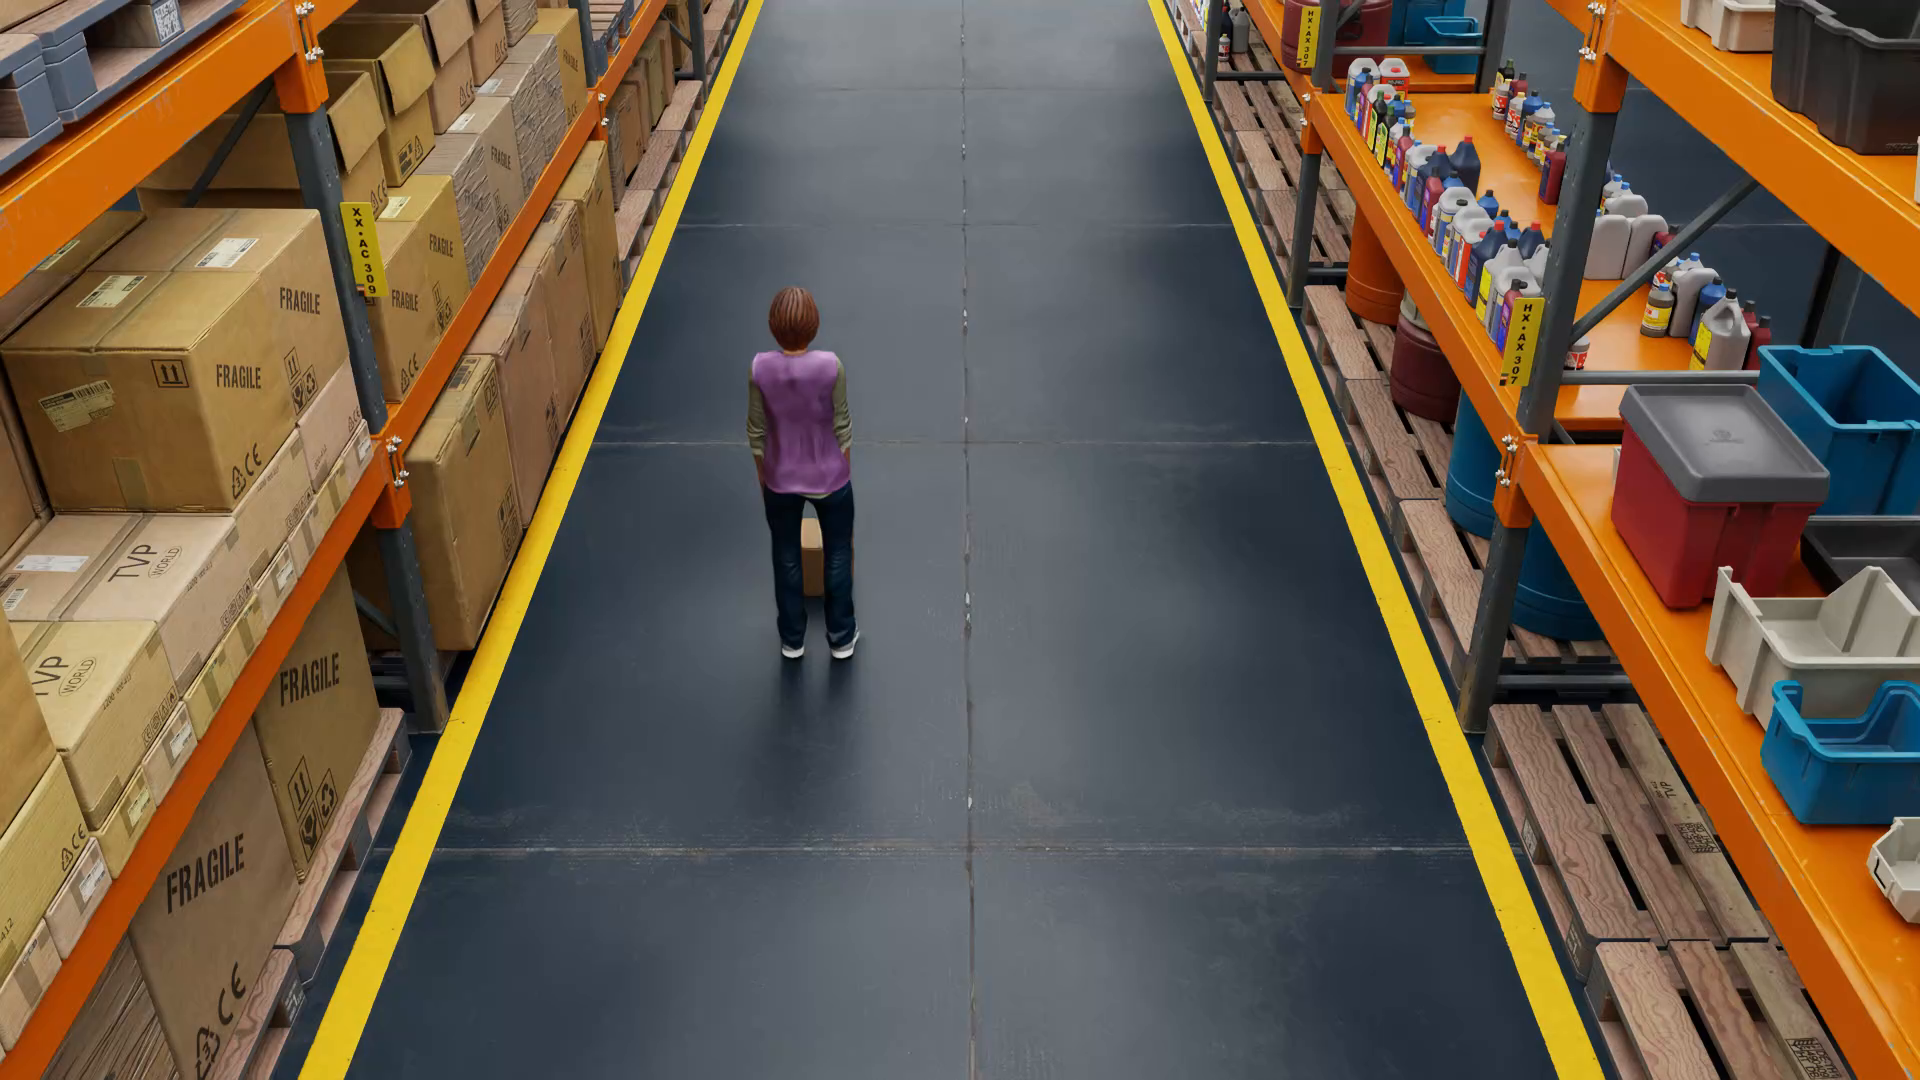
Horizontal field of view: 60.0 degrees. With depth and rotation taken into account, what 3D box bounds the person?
[{"bbox_3d":[-0.621,-0.232,6.529,0.409,1.592,0.301,0,32,1],"label":"person"}]
